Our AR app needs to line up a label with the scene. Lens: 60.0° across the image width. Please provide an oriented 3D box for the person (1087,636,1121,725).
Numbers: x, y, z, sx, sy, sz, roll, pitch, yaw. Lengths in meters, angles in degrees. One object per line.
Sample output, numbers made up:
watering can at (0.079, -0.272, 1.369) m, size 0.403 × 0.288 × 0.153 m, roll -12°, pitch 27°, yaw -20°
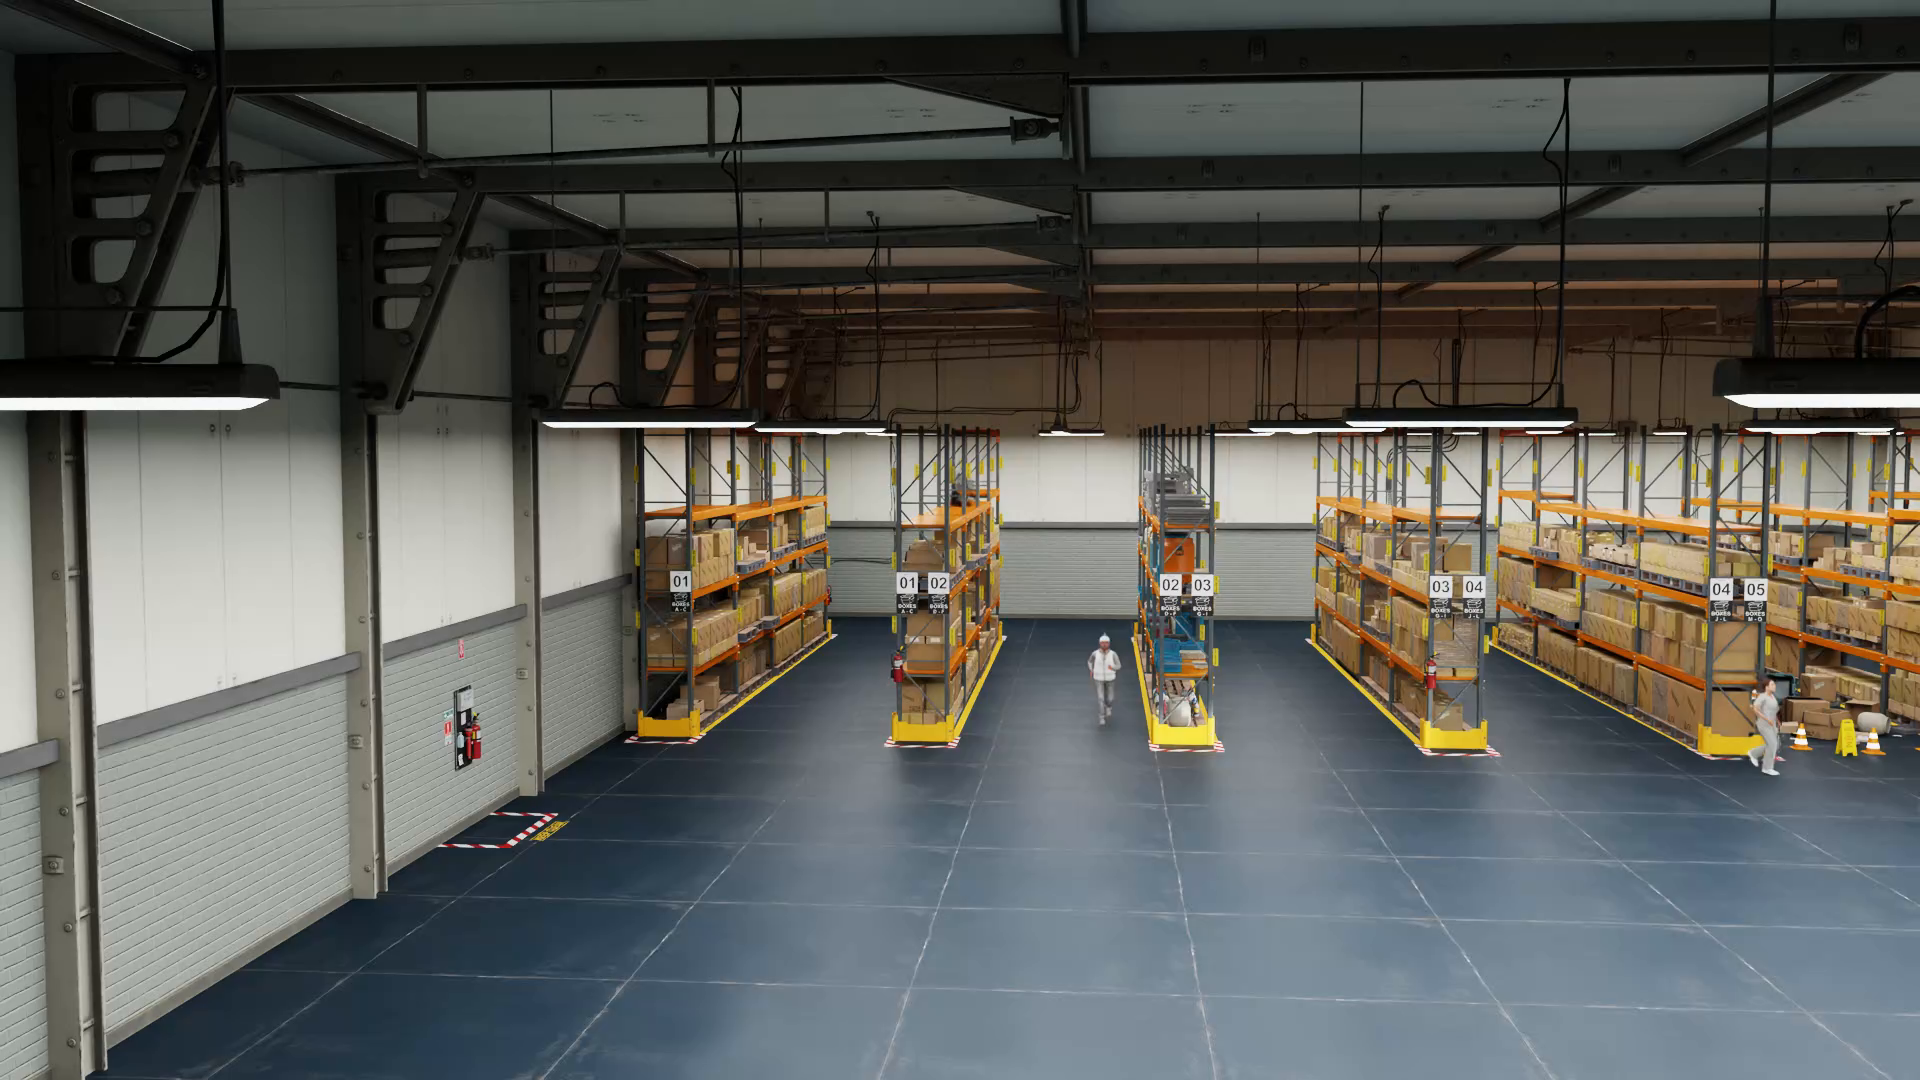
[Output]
person at (2.900, 2.799, 33.449) m, size 0.666 × 1.750 × 0.929 m, roll 0°, pitch 3°, yaw 3°

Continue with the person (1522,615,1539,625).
person at (16.280, 2.010, 47.341) m, size 0.574 × 1.639 × 0.692 m, roll -3°, pitch 5°, yaw -44°

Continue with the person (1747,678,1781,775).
person at (13.760, 3.182, 28.490) m, size 0.588 × 1.626 × 0.603 m, roll -3°, pitch 4°, yaw -38°
